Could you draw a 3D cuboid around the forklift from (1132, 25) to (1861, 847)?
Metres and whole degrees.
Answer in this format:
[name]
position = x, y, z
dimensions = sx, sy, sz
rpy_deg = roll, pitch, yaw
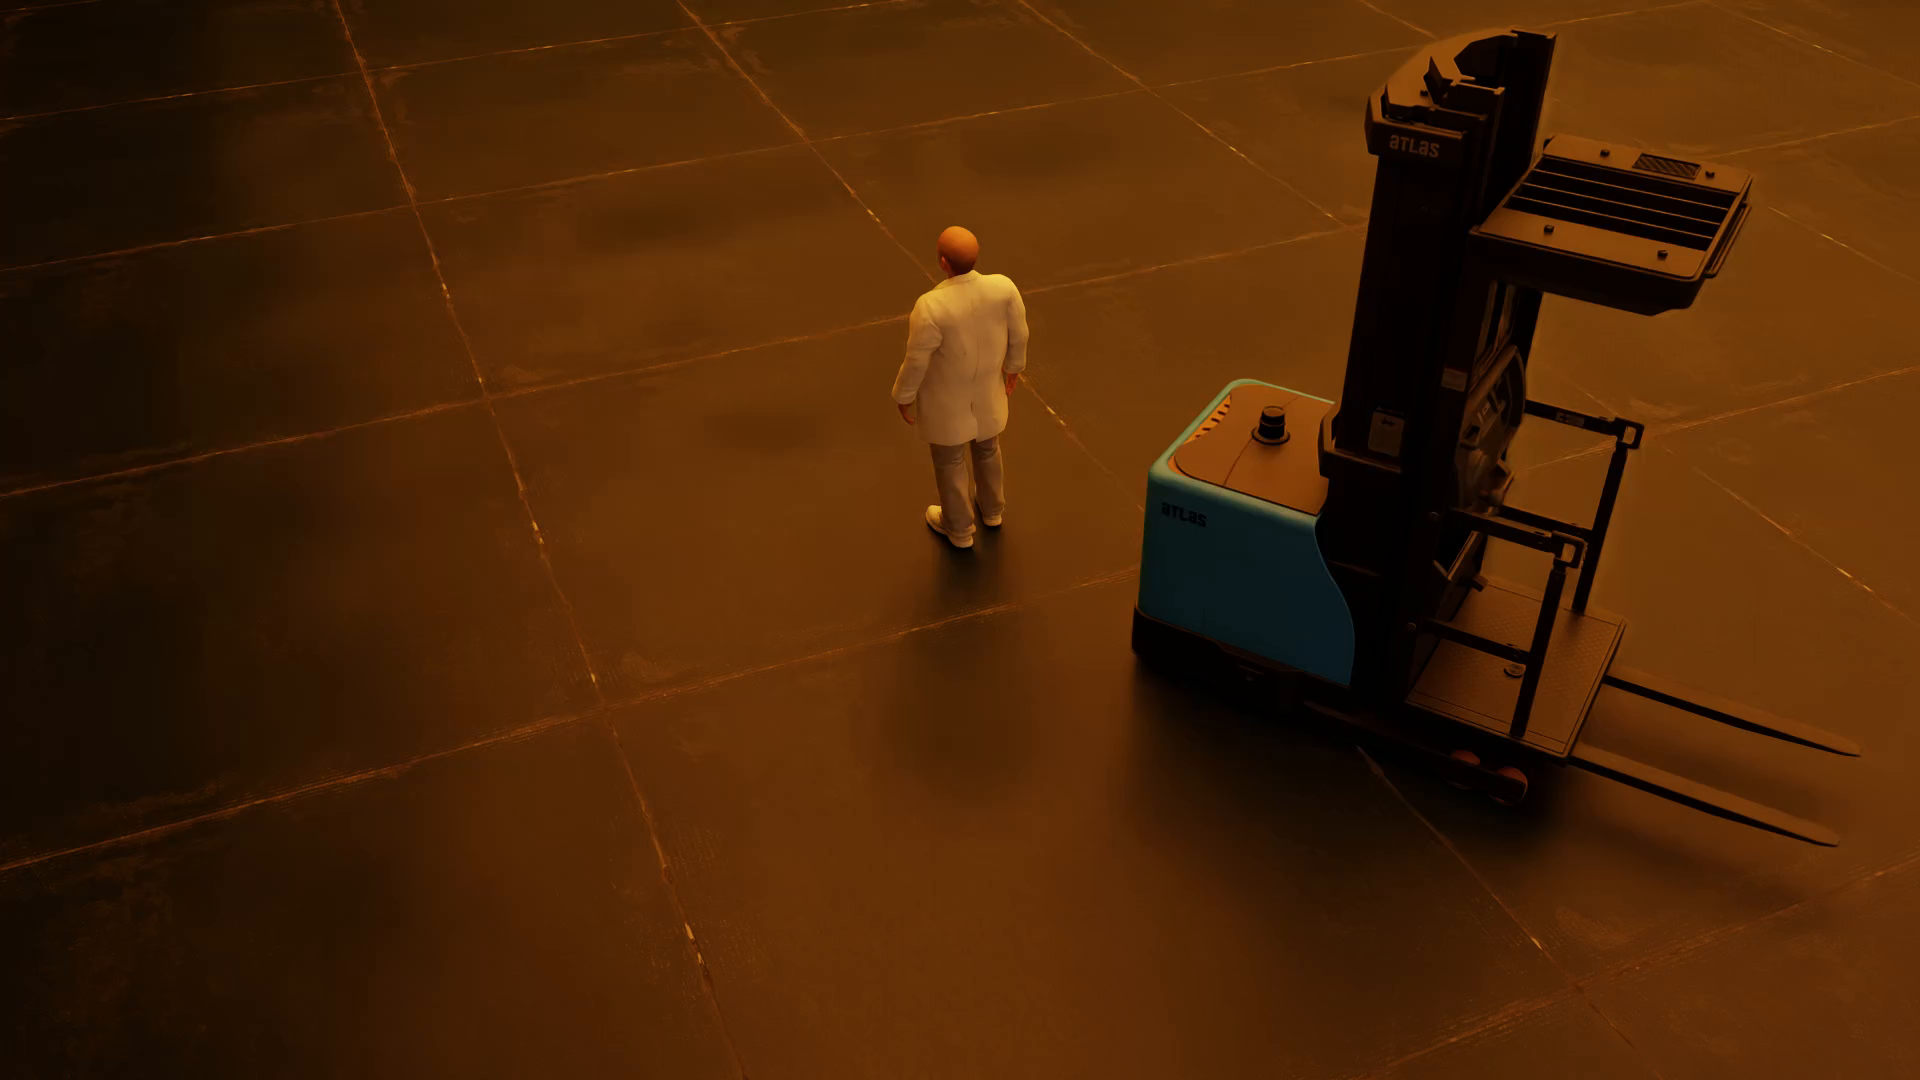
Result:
[forklift]
position = 2.333, -0.425, 6.696
dimensions = 3.031, 2.935, 1.130
rpy_deg = 19, 40, 25

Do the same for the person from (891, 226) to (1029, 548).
[person]
position = -0.032, -0.780, 8.178
dimensions = 0.698, 1.776, 0.580
rpy_deg = -14, 38, -19
